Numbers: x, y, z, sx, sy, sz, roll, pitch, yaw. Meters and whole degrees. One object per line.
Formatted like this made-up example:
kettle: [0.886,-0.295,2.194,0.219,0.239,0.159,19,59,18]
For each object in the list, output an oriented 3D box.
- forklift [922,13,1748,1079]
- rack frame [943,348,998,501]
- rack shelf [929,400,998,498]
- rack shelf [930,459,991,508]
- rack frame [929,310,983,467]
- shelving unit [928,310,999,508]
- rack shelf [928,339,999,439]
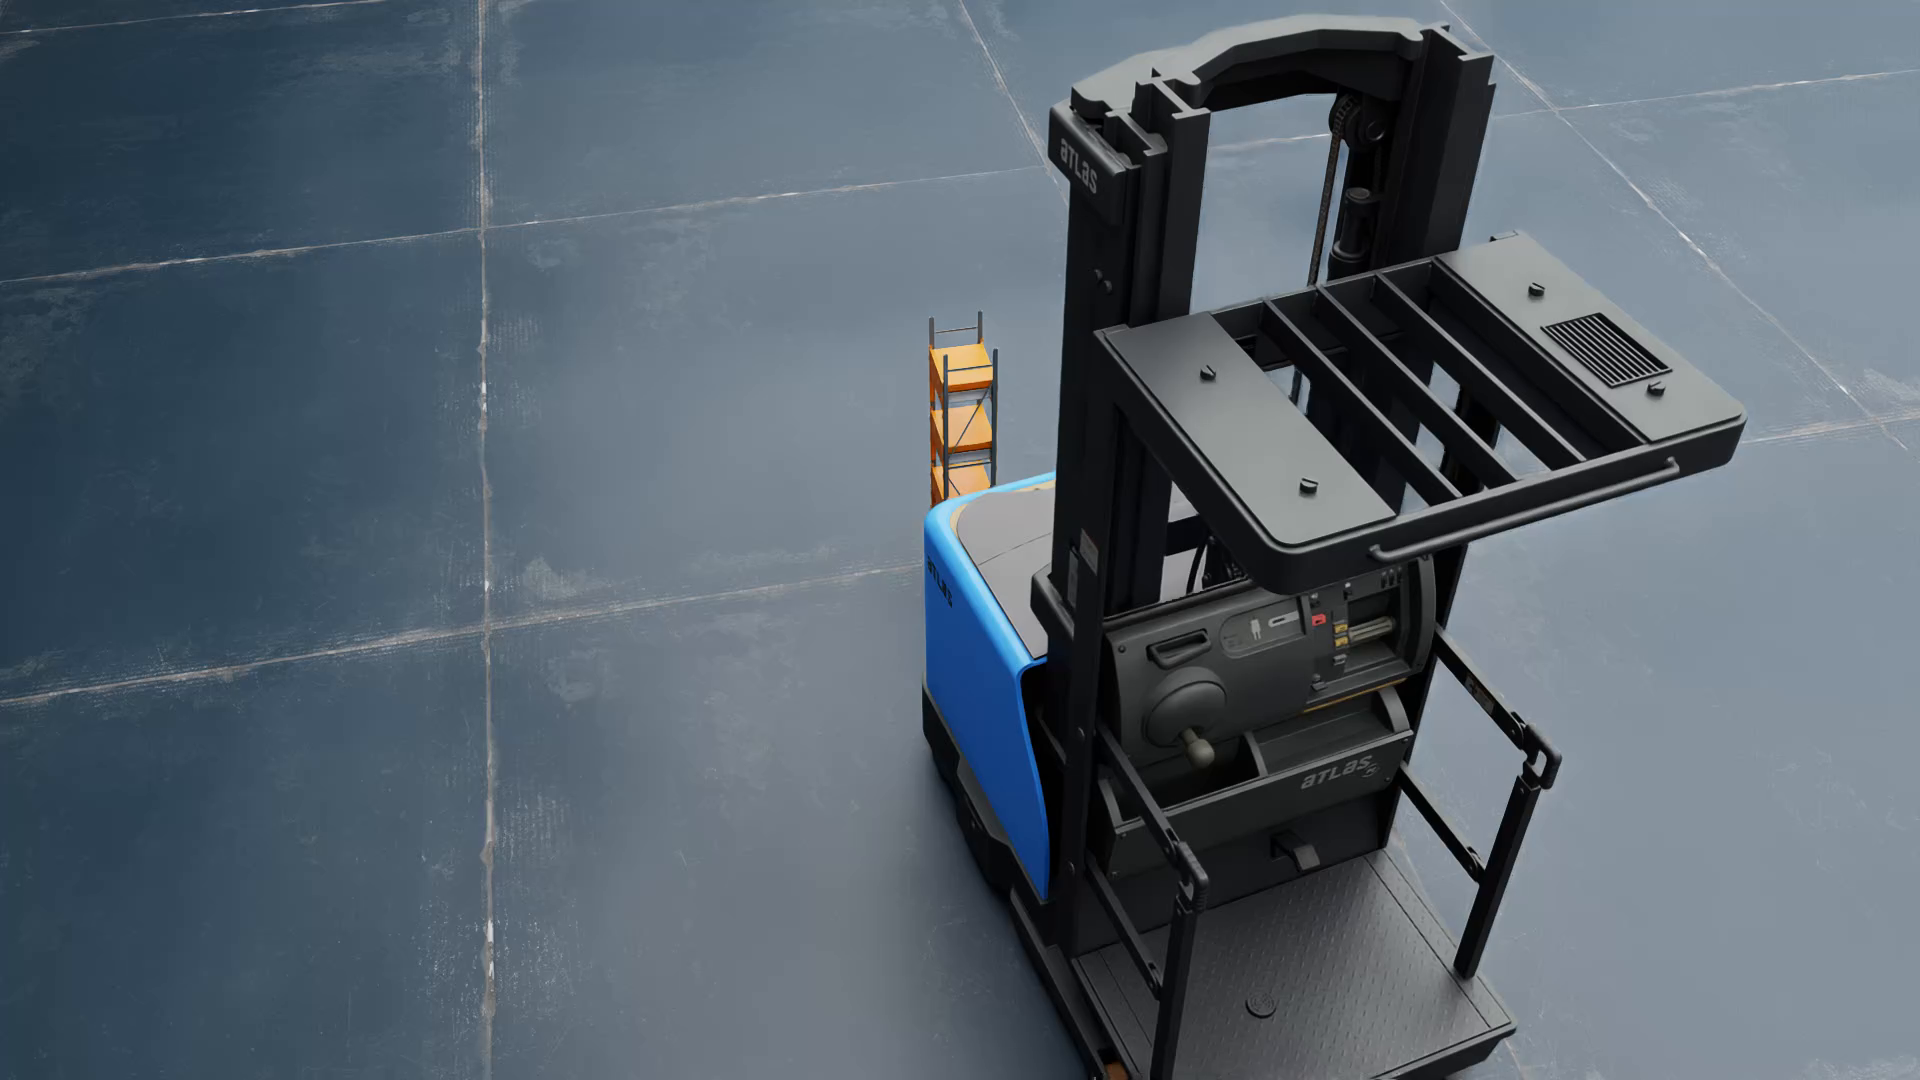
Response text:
forklift: [0.897,0.380,4.114,1.130,2.935,3.031,-15,44,-17]
rack frame: [0.038,-0.279,6.273,0.200,1.050,0.008,-8,42,-9]
rack shelf: [0.012,-0.350,6.369,0.215,0.259,0.240,-8,42,-9]
rack shelf: [0.012,-0.142,6.554,0.215,0.259,0.240,-8,42,-9]
rack frame: [-0.015,-0.437,6.451,0.200,1.050,0.008,-8,42,-9]
shelving unit: [0.012,-0.358,6.362,0.215,1.050,0.252,-8,42,-9]
rack shelf: [0.012,-0.562,6.181,0.215,0.259,0.240,-8,42,-9]
